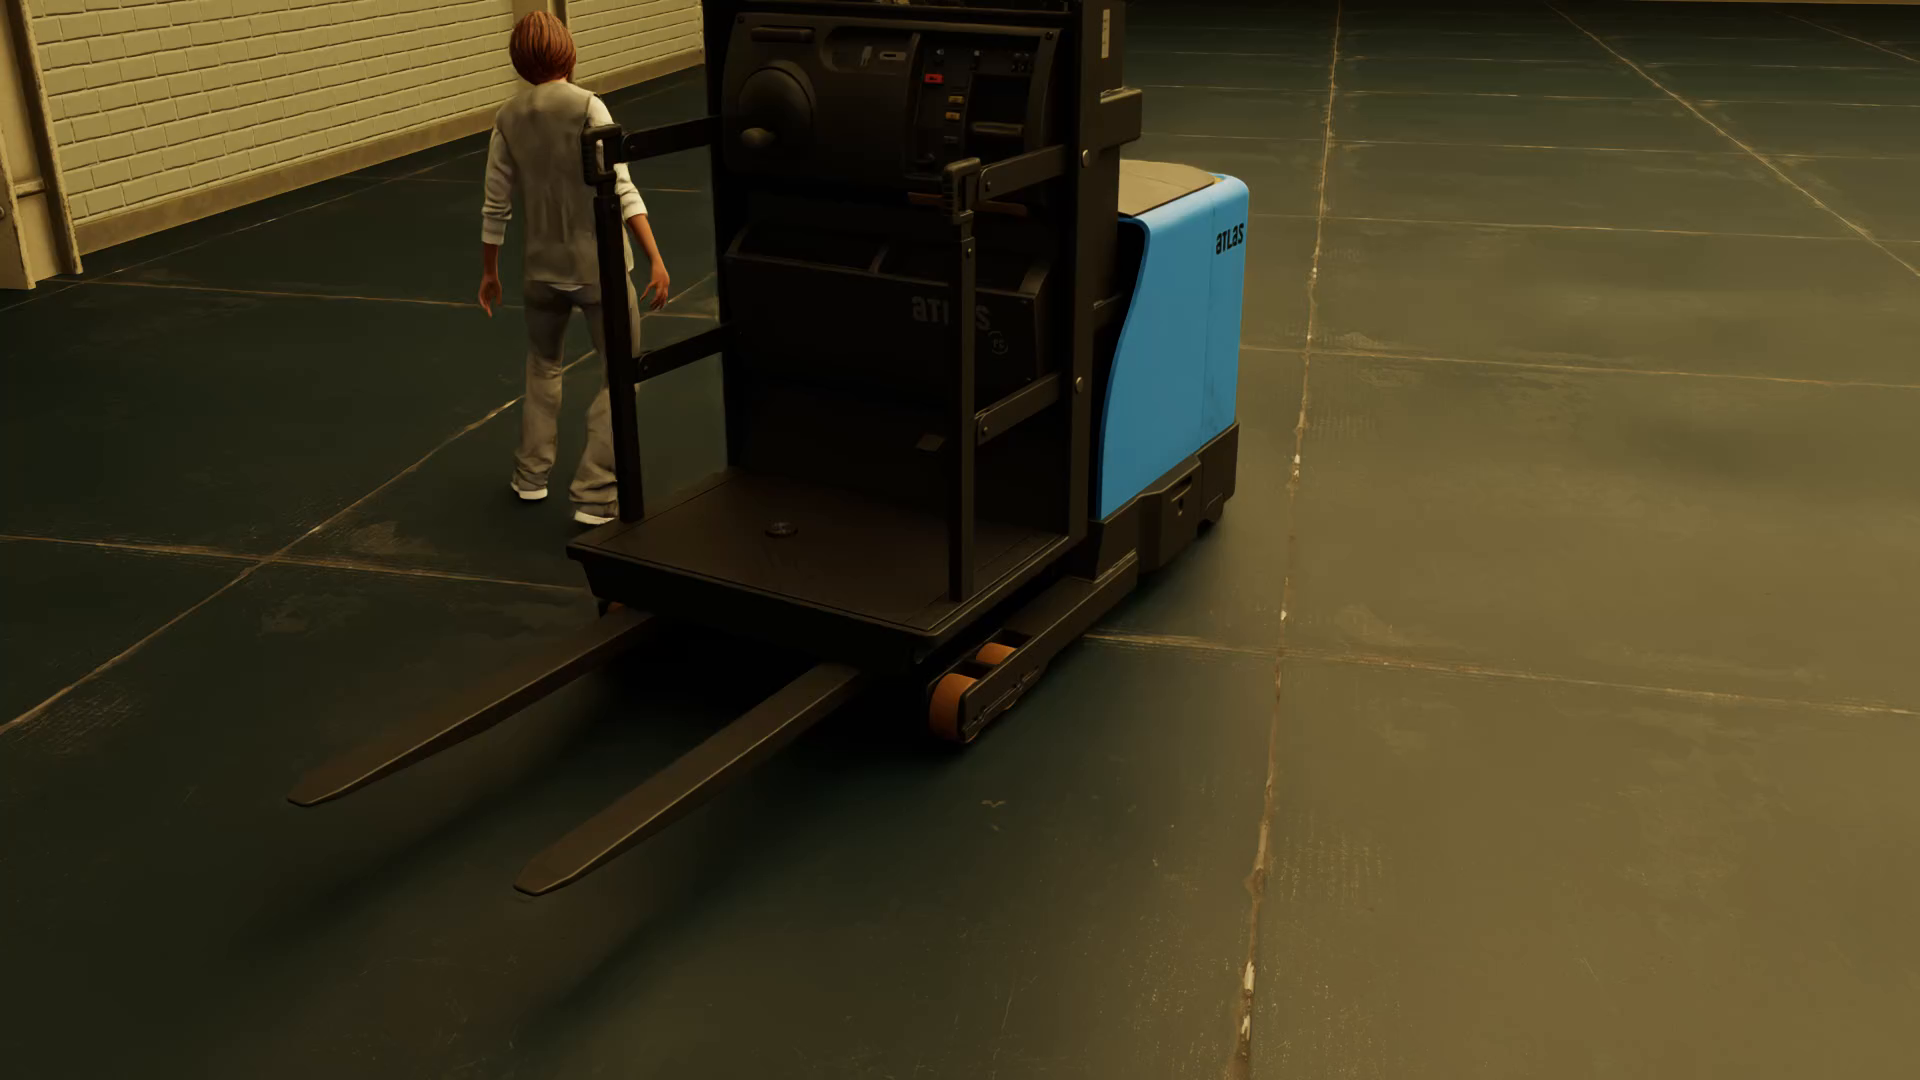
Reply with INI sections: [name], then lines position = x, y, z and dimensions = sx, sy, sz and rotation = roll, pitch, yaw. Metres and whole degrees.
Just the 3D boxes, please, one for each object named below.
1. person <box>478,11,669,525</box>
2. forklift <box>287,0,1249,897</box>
[person]
position = -1.206, -0.805, 5.146
dimensions = 0.725, 1.566, 0.418
rotation = 9, 24, 21
[forklift]
position = -0.293, -1.069, 3.889
dimensions = 1.130, 2.935, 3.031
rotation = 12, 25, 28
